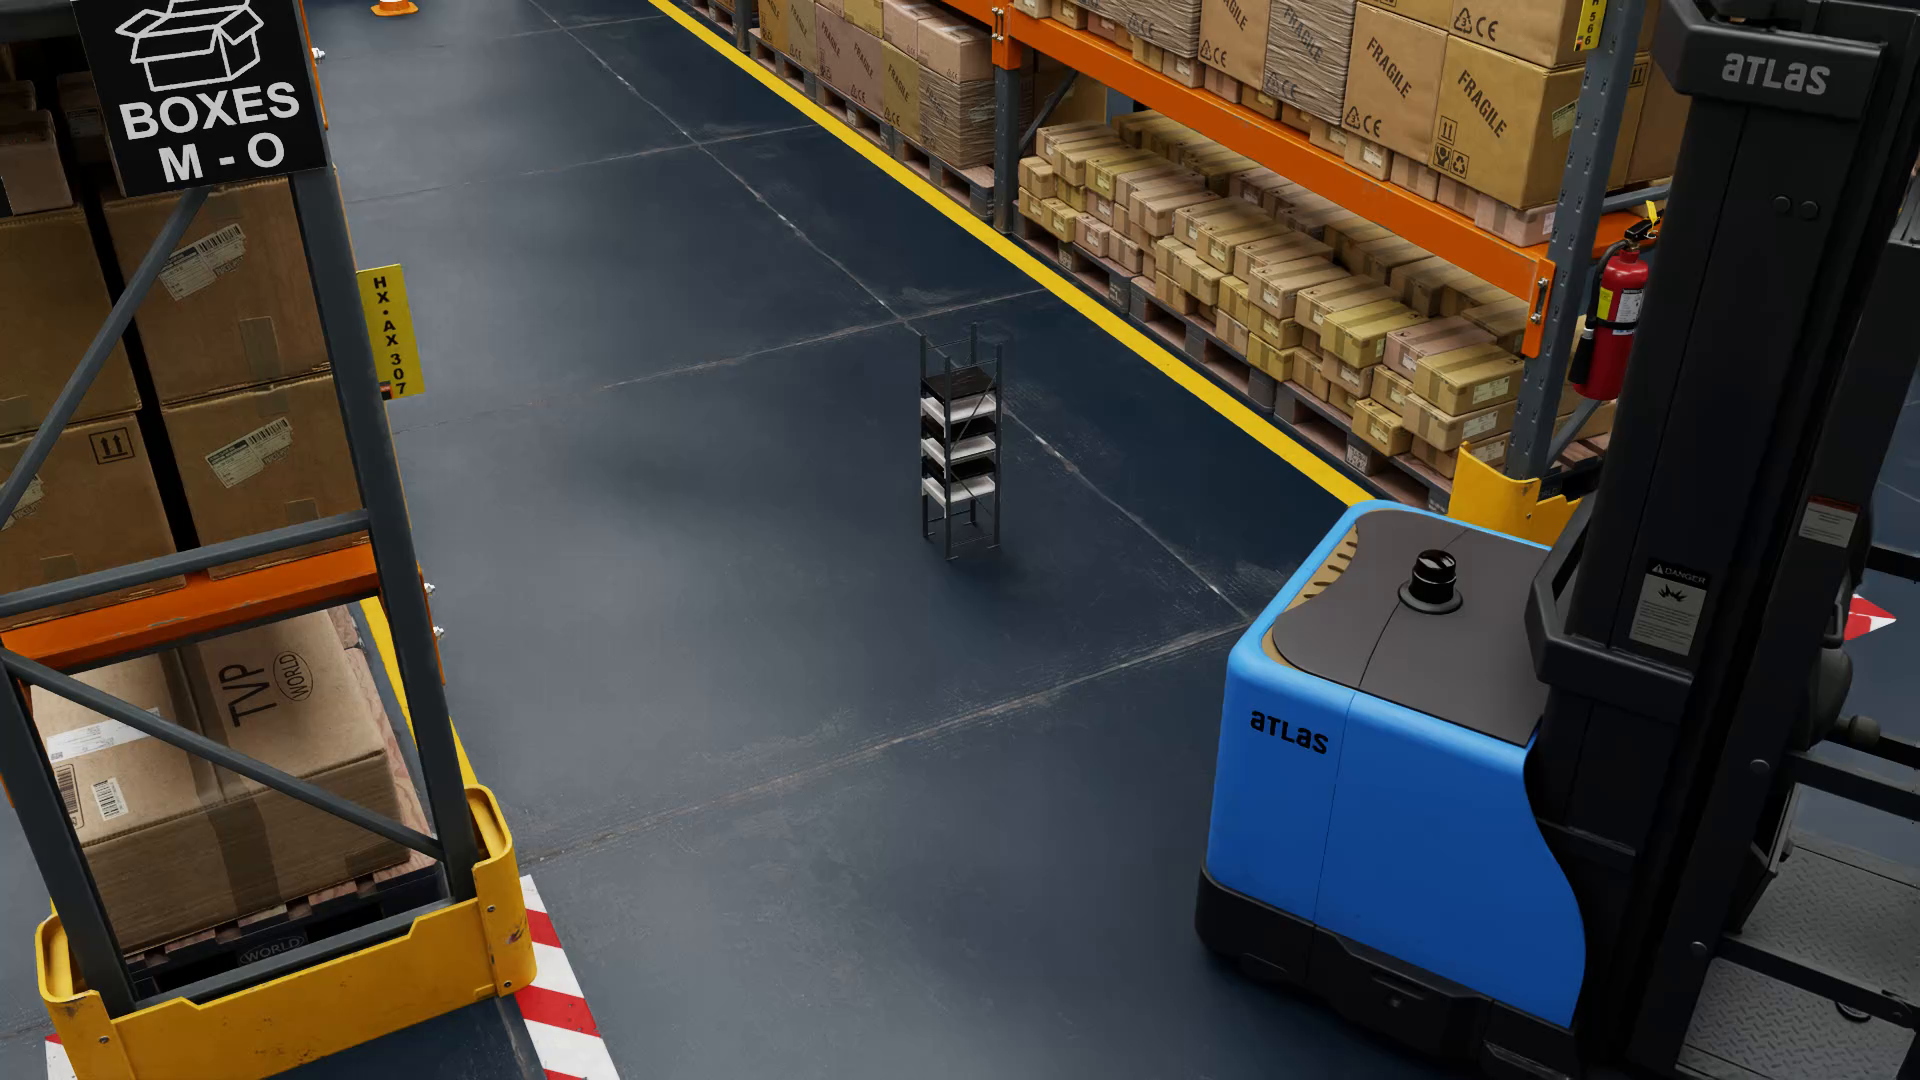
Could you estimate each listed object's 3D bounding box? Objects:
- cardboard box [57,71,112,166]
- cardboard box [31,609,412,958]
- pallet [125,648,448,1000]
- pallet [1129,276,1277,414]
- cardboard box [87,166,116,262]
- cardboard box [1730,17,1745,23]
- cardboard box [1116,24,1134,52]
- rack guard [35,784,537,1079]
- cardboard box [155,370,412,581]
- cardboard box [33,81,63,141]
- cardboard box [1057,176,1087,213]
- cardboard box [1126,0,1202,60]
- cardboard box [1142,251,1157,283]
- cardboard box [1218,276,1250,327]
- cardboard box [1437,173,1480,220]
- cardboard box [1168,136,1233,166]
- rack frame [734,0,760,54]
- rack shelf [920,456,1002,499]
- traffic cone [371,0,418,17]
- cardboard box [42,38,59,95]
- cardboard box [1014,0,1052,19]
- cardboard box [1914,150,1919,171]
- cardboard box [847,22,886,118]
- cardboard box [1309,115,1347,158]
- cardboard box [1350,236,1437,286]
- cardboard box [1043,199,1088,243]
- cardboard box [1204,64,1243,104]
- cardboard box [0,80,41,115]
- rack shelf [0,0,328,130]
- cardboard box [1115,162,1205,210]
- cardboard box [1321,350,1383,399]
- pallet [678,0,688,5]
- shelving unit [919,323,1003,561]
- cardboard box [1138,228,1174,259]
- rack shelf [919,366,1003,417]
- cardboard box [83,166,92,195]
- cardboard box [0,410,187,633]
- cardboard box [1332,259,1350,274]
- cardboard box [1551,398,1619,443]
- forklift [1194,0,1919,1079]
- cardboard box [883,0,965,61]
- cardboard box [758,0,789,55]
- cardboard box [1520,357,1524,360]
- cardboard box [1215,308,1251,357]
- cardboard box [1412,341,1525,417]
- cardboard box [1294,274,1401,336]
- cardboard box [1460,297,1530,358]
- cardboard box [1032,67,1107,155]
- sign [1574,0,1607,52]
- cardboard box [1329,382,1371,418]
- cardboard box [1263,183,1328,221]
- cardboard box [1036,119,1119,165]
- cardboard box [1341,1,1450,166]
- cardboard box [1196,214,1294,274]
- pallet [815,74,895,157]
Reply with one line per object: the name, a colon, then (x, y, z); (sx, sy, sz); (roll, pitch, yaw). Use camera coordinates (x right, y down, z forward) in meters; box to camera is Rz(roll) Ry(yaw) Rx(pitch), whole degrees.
cardboard box: (-1.912, -1.024, 3.947); (0.380, 0.149, 0.250); (-15, 36, -22)
cardboard box: (-2.202, 0.671, 4.908); (0.875, 0.438, 0.875); (-17, 36, -25)
pallet: (-2.248, 0.871, 5.195); (1.003, 0.211, 1.213); (-16, 36, -23)
pallet: (1.578, -1.075, 8.232); (1.003, 0.211, 1.213); (-16, 36, -23)
cardboard box: (-2.025, -0.950, 4.433); (0.500, 0.500, 0.500); (-17, 36, -24)
cardboard box: (2.552, -2.104, 5.958); (0.500, 0.500, 0.500); (-16, 36, -23)
cardboard box: (0.982, -2.471, 8.058); (0.380, 0.149, 0.250); (-18, 37, -25)
rack guard: (-1.795, 1.123, 4.534); (1.175, 0.500, 0.348); (-16, 36, -23)
cardboard box: (-1.776, -0.285, 4.321); (0.500, 0.500, 0.500); (-16, 36, -23)
cardboard box: (-2.511, -0.817, 4.225); (0.500, 0.500, 0.500); (-16, 36, -23)
cardboard box: (0.744, -1.894, 8.903); (0.380, 0.149, 0.250); (-16, 36, -23)
cardboard box: (1.109, -2.527, 7.546); (0.500, 0.500, 0.500); (-17, 36, -24)
cardboard box: (1.151, -1.405, 8.415); (0.380, 0.149, 0.250); (-17, 37, -25)
cardboard box: (1.428, -1.135, 7.718); (0.380, 0.149, 0.250); (-14, 35, -21)
cardboard box: (2.041, -1.341, 6.296); (0.380, 0.149, 0.250); (-16, 36, -23)
cardboard box: (1.334, -2.037, 8.851); (0.380, 0.149, 0.250); (-16, 36, -24)
rack frame: (-1.204, -5.052, 11.856); (1.000, 3.000, 0.127); (-16, 36, -23)
rack shelf: (0.004, -0.271, 6.568); (0.258, 0.077, 0.200); (-16, 36, -23)
traffic cone: (-4.564, -4.473, 13.303); (0.336, 0.463, 0.334); (-16, 36, -23)
cardboard box: (-3.204, -1.535, 5.346); (0.500, 0.500, 0.500); (-15, 36, -22)
cardboard box: (0.504, -2.820, 8.604); (0.380, 0.149, 0.250); (-15, 35, -21)
cardboard box: (6.168, -2.436, 9.351); (0.875, 0.875, 0.875); (-16, 36, -23)
cardboard box: (-0.381, -3.048, 10.656); (0.500, 0.500, 0.500); (-17, 36, -24)
cardboard box: (1.675, -1.706, 6.866); (0.380, 0.149, 0.250); (-18, 37, -25)
cardboard box: (2.033, -1.283, 7.674); (0.380, 0.149, 0.250); (-14, 35, -21)
cardboard box: (0.671, -1.738, 8.936); (0.380, 0.149, 0.250); (-15, 35, -22)
cardboard box: (1.327, -2.088, 7.461); (0.380, 0.149, 0.250); (-14, 35, -21)
cardboard box: (-2.290, -0.914, 3.775); (0.380, 0.149, 0.250); (-15, 36, -22)
rack shelf: (-2.738, -1.856, 4.753); (1.077, 0.370, 4.000); (-16, 36, -23)
cardboard box: (1.018, -1.781, 8.451); (0.380, 0.149, 0.250); (-17, 36, -24)
cardboard box: (1.784, -0.764, 7.140); (0.380, 0.149, 0.250); (-17, 37, -25)
pallet: (-2.070, -4.855, 14.132); (1.003, 0.211, 1.213); (-16, 36, -23)
shelving unit: (0.004, -0.375, 6.501); (0.258, 0.900, 0.210); (-16, 36, -23)
cardboard box: (1.121, -1.520, 8.319); (0.380, 0.149, 0.250); (-14, 35, -21)
rack shelf: (0.004, -0.574, 6.374); (0.258, 0.077, 0.200); (-16, 36, -23)
cardboard box: (-3.453, -1.361, 6.002); (0.500, 0.500, 0.500); (-16, 36, -23)
cardboard box: (-2.265, -0.147, 4.106); (0.500, 0.500, 0.500); (-16, 36, -23)
cardboard box: (1.844, -1.262, 7.917); (0.380, 0.149, 0.250); (-14, 35, -21)
cardboard box: (2.565, -0.542, 7.068); (0.380, 0.149, 0.250); (-15, 36, -22)
forklift: (2.205, 0.171, 3.767); (3.031, 2.935, 1.130); (19, 37, 27)
cardboard box: (-0.138, -3.124, 10.078); (0.500, 0.250, 0.500); (-14, 35, -21)
cardboard box: (-1.100, -3.775, 11.790); (0.500, 0.500, 0.500); (-17, 37, -25)
cardboard box: (2.431, -0.796, 7.189); (0.380, 0.149, 0.250); (-16, 36, -23)
cardboard box: (1.429, -1.011, 7.801); (0.380, 0.149, 0.250); (-15, 36, -22)
cardboard box: (2.055, -0.650, 6.687); (0.380, 0.149, 0.250); (-15, 36, -23)
cardboard box: (1.691, -1.016, 7.257); (0.380, 0.149, 0.250); (-17, 37, -25)
cardboard box: (2.347, -0.898, 7.074); (0.380, 0.149, 0.250); (-15, 36, -22)
cardboard box: (0.551, -2.687, 10.092); (0.500, 0.500, 0.500); (-14, 35, -21)
sign: (2.026, -1.725, 5.296); (0.100, 0.325, 0.005); (-16, 36, -23)
cardboard box: (1.840, -0.655, 7.245); (0.380, 0.149, 0.250); (-16, 36, -23)
cardboard box: (1.730, -1.662, 8.266); (0.380, 0.149, 0.250); (-17, 36, -25)
cardboard box: (0.638, -2.154, 9.033); (0.380, 0.149, 0.250); (-14, 35, -21)
cardboard box: (1.853, -1.799, 6.409); (0.500, 0.500, 0.500); (-16, 36, -24)
cardboard box: (1.344, -1.402, 7.859); (0.380, 0.149, 0.250); (-16, 36, -23)
pallet: (-0.276, -2.924, 11.118); (1.003, 0.211, 1.213); (-16, 36, -23)
